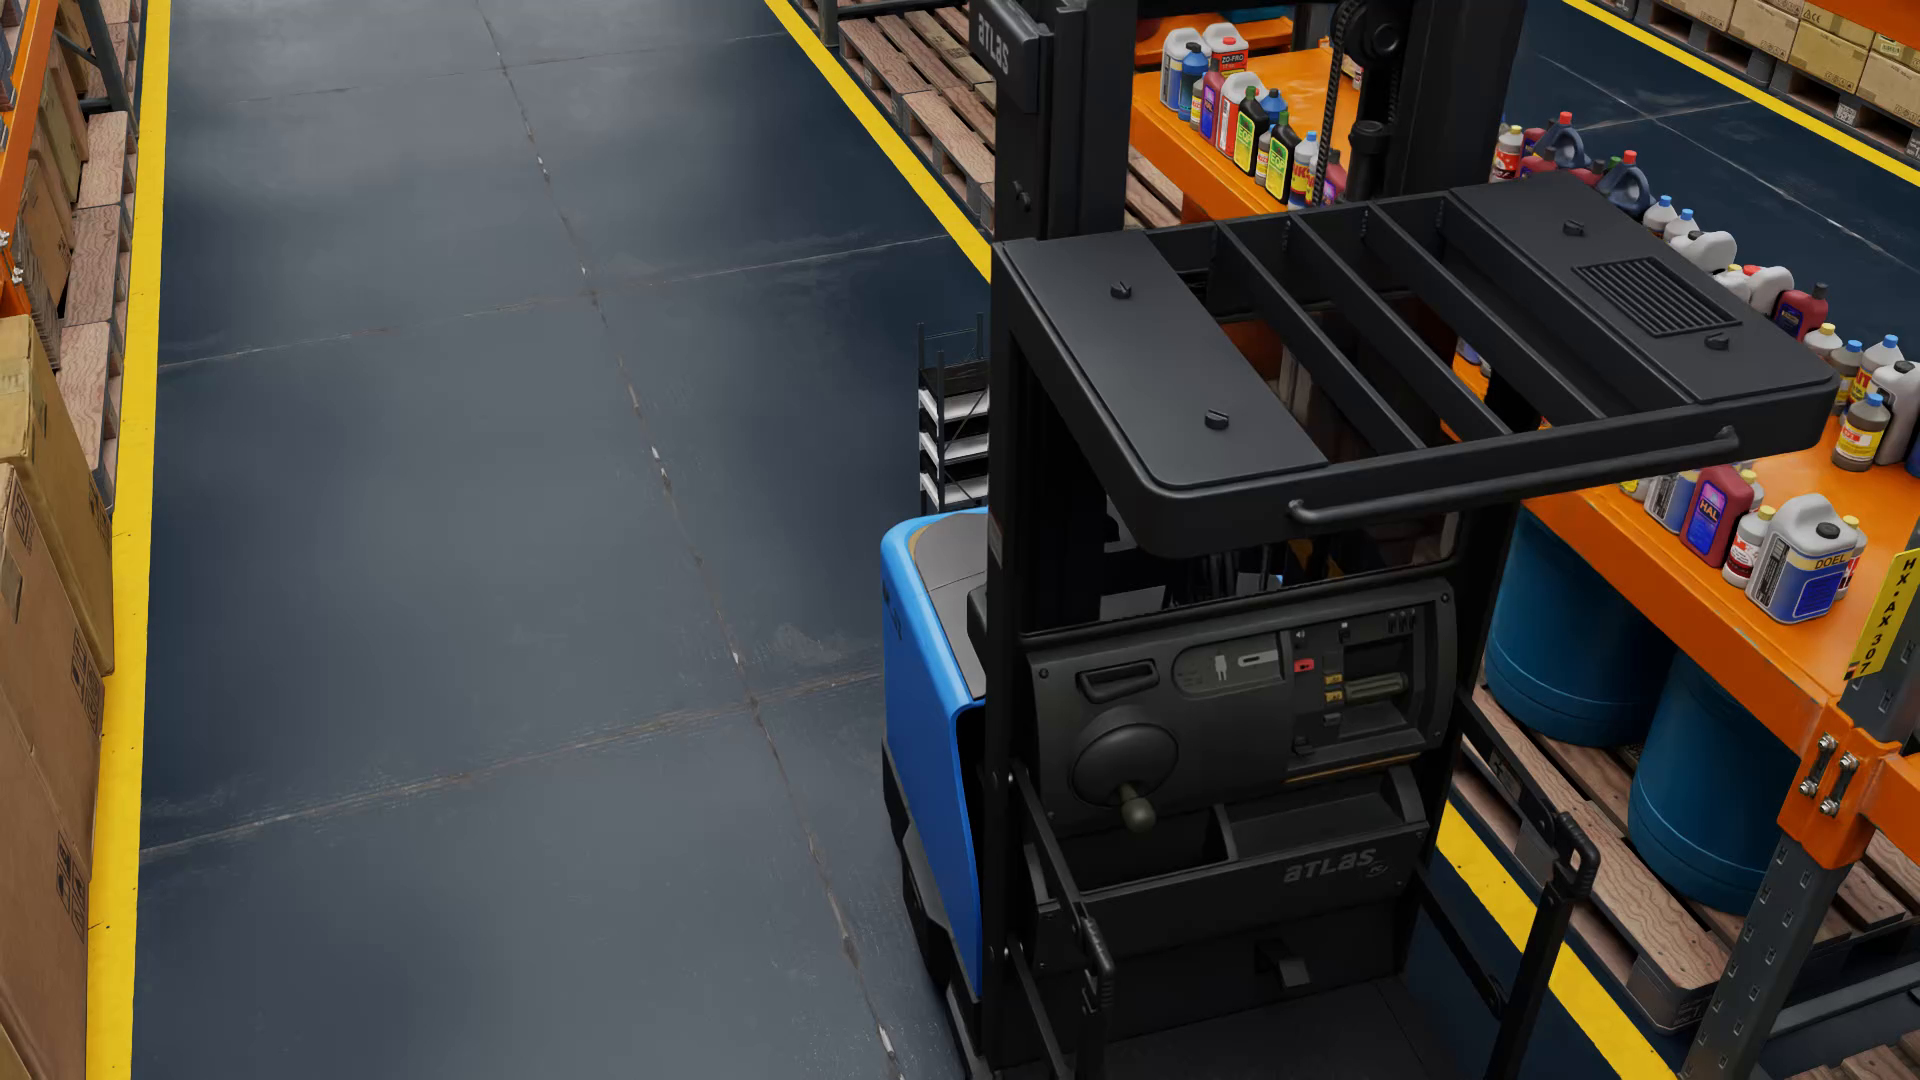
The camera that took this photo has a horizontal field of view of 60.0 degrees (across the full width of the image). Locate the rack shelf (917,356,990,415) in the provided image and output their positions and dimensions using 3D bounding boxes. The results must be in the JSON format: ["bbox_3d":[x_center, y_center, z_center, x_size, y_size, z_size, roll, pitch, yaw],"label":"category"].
[{"bbox_3d":[0.003,-0.544,5.831,0.258,0.077,0.200,-12,39,-16],"label":"rack shelf"}]

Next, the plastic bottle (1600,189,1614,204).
[{"bbox_3d":[1.957,-0.948,5.122,0.097,0.271,0.097,0,37,0],"label":"plastic bottle"}]

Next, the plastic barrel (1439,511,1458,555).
[{"bbox_3d":[1.849,-0.076,5.576,0.421,0.512,0.421,0,37,0],"label":"plastic barrel"}]

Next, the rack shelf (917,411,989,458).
[{"bbox_3d":[0.003,-0.400,5.939,0.258,0.077,0.200,-12,39,-16],"label":"rack shelf"}]

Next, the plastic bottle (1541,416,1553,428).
[{"bbox_3d":[1.636,-0.451,4.458,0.152,0.276,0.135,-12,39,-16],"label":"plastic bottle"}]

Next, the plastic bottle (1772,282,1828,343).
[{"bbox_3d":[2.343,-0.604,4.656,0.061,0.283,0.133,-12,39,-16],"label":"plastic bottle"}]

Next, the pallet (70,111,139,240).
[{"bbox_3d":[-4.760,-1.794,8.456,1.003,0.211,1.213,-12,39,-16],"label":"pallet"}]

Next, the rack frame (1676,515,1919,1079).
[{"bbox_3d":[2.374,0.147,3.562,1.000,3.000,0.127,-12,39,-16],"label":"rack frame"}]

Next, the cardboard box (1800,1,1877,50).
[{"bbox_3d":[5.053,-2.967,9.166,0.500,0.311,0.500,-13,39,-17],"label":"cardboard box"}]

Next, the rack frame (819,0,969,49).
[{"bbox_3d":[-0.379,-4.373,9.562,1.000,3.000,0.127,-12,39,-16],"label":"rack frame"}]

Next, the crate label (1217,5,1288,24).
[{"bbox_3d":[1.204,-2.362,7.031,0.303,0.233,0.416,-12,39,-16],"label":"crate label"}]

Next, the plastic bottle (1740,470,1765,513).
[{"bbox_3d":[1.880,-0.078,4.025,0.097,0.201,0.097,0,37,0],"label":"plastic bottle"}]

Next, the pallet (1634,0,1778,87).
[{"bbox_3d":[4.987,-3.184,10.301,1.003,0.211,1.213,-12,39,-16],"label":"pallet"}]

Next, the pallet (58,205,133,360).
[{"bbox_3d":[-4.337,-1.103,7.540,1.003,0.211,1.213,-12,39,-16],"label":"pallet"}]

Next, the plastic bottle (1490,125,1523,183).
[{"bbox_3d":[1.874,-1.309,5.660,0.097,0.201,0.097,0,37,0],"label":"plastic bottle"}]

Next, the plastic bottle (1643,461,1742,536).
[{"bbox_3d":[1.809,-0.166,4.080,0.152,0.276,0.135,-12,39,-16],"label":"plastic bottle"}]

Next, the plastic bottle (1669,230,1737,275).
[{"bbox_3d":[2.174,-0.798,4.920,0.152,0.276,0.135,-12,39,-16],"label":"plastic bottle"}]

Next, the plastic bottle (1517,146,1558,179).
[{"bbox_3d":[1.859,-1.146,5.376,0.061,0.283,0.133,-12,39,-16],"label":"plastic bottle"}]

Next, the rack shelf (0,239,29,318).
[{"bbox_3d":[-2.965,0.330,3.917,1.077,0.370,4.000,-12,39,-16],"label":"rack shelf"}]

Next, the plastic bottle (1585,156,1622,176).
[{"bbox_3d":[2.040,-1.101,5.315,0.061,0.283,0.133,-12,39,-16],"label":"plastic bottle"}]

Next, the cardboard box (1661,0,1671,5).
[{"bbox_3d":[4.535,-3.605,10.480,0.500,0.250,0.500,-14,39,-17],"label":"cardboard box"}]

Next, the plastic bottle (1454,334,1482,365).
[{"bbox_3d":[1.509,-0.658,4.733,0.152,0.276,0.135,-12,39,-16],"label":"plastic bottle"}]

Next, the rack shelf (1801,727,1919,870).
[{"bbox_3d":[3.062,1.564,2.279,1.077,0.370,4.000,-12,39,-16],"label":"rack shelf"}]

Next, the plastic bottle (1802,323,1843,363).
[{"bbox_3d":[2.365,-0.502,4.589,0.097,0.201,0.097,0,37,0],"label":"plastic bottle"}]

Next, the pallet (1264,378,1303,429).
[{"bbox_3d":[1.308,-0.562,6.821,1.003,0.211,1.213,-12,39,-16],"label":"pallet"}]

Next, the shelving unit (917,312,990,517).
[{"bbox_3d":[0.003,-0.355,5.973,0.258,0.900,0.210,-12,39,-16],"label":"shelving unit"}]

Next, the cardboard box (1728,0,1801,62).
[{"bbox_3d":[4.889,-3.028,9.713,0.500,0.250,0.500,-12,39,-15],"label":"cardboard box"}]

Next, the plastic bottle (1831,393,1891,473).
[{"bbox_3d":[2.336,-0.285,4.300,0.097,0.201,0.097,0,37,0],"label":"plastic bottle"}]

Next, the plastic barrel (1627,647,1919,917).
[{"bbox_3d":[2.203,0.506,4.480,0.600,0.901,0.708,-12,39,-16],"label":"plastic barrel"}]

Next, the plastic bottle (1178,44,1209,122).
[{"bbox_3d":[0.857,-1.679,6.093,0.097,0.271,0.097,0,37,0],"label":"plastic bottle"}]

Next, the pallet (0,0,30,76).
[{"bbox_3d":[-4.373,-2.121,6.732,1.003,0.211,1.213,-12,39,-16],"label":"pallet"}]

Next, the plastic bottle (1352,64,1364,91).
[{"bbox_3d":[1.560,-1.824,6.344,0.097,0.201,0.097,0,37,0],"label":"plastic bottle"}]

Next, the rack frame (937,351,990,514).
[{"bbox_3d":[0.038,-0.297,5.897,0.240,0.900,0.006,-12,39,-16],"label":"rack frame"}]

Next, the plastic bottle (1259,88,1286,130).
[{"bbox_3d":[1.073,-1.430,5.763,0.097,0.271,0.097,0,37,0],"label":"plastic bottle"}]

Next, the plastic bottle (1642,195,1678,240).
[{"bbox_3d":[2.126,-0.923,5.089,0.097,0.271,0.097,0,37,0],"label":"plastic bottle"}]

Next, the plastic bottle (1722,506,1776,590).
[{"bbox_3d":[1.869,0.010,3.908,0.097,0.201,0.097,0,37,0],"label":"plastic bottle"}]

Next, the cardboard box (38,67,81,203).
[{"bbox_3d":[-4.692,-1.900,7.991,0.700,0.500,0.500,-13,39,-16],"label":"cardboard box"}]

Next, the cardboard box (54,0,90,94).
[{"bbox_3d":[-5.130,-2.751,9.137,0.500,0.500,0.500,-14,39,-17],"label":"cardboard box"}]

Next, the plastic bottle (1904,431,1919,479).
[{"bbox_3d":[2.512,-0.289,4.248,0.097,0.271,0.097,0,37,0],"label":"plastic bottle"}]

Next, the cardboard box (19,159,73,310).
[{"bbox_3d":[-4.307,-1.269,7.153,0.700,0.500,0.500,-9,38,-12],"label":"cardboard box"}]

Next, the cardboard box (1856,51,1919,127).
[{"bbox_3d":[5.239,-2.453,8.949,0.500,0.250,0.500,-12,39,-15],"label":"cardboard box"}]

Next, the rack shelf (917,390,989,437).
[{"bbox_3d":[0.003,-0.472,5.885,0.258,0.077,0.200,-12,39,-16],"label":"rack shelf"}]

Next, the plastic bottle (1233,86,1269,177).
[{"bbox_3d":[1.005,-1.409,5.724,0.061,0.283,0.133,-12,39,-16],"label":"plastic bottle"}]

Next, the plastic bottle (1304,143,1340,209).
[{"bbox_3d":[1.175,-1.157,5.400,0.097,0.271,0.097,0,37,0],"label":"plastic bottle"}]

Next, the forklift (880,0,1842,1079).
[{"bbox_3d":[0.655,0.413,3.265,1.130,2.935,3.031,-10,38,-12],"label":"forklift"}]

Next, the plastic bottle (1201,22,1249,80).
[{"bbox_3d":[0.986,-1.784,6.228,0.152,0.276,0.135,-12,39,-16],"label":"plastic bottle"}]

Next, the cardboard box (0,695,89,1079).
[{"bbox_3d":[-2.824,0.991,3.858,1.225,0.875,0.875,-14,39,-18],"label":"cardboard box"}]

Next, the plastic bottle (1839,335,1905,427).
[{"bbox_3d":[2.432,-0.420,4.422,0.097,0.271,0.097,0,37,0],"label":"plastic bottle"}]

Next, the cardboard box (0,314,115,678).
[{"bbox_3d":[-3.435,-0.012,5.190,1.225,0.875,0.875,-14,39,-18],"label":"cardboard box"}]

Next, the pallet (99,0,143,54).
[{"bbox_3d":[-5.717,-3.296,10.450,1.003,0.211,1.213,-12,39,-16],"label":"pallet"}]

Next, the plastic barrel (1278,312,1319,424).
[{"bbox_3d":[1.460,-0.714,6.423,0.421,0.512,0.421,0,37,0],"label":"plastic barrel"}]

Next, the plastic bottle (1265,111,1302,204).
[{"bbox_3d":[1.085,-1.278,5.551,0.061,0.283,0.133,-12,39,-16],"label":"plastic bottle"}]

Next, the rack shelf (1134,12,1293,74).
[{"bbox_3d":[0.309,-2.955,8.278,1.077,0.370,4.000,-12,39,-16],"label":"rack shelf"}]

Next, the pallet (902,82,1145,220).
[{"bbox_3d":[0.351,-2.133,8.906,1.003,0.211,1.213,-12,39,-16],"label":"pallet"}]

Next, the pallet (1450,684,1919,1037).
[{"bbox_3d":[2.148,0.816,4.991,1.003,0.211,1.213,-12,39,-16],"label":"pallet"}]

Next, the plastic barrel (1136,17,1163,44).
[{"bbox_3d":[0.553,-2.367,6.786,0.600,0.536,0.708,-12,39,-16],"label":"plastic barrel"}]

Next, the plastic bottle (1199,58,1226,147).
[{"bbox_3d":[0.913,-1.560,5.925,0.061,0.283,0.133,-12,39,-16],"label":"plastic bottle"}]
